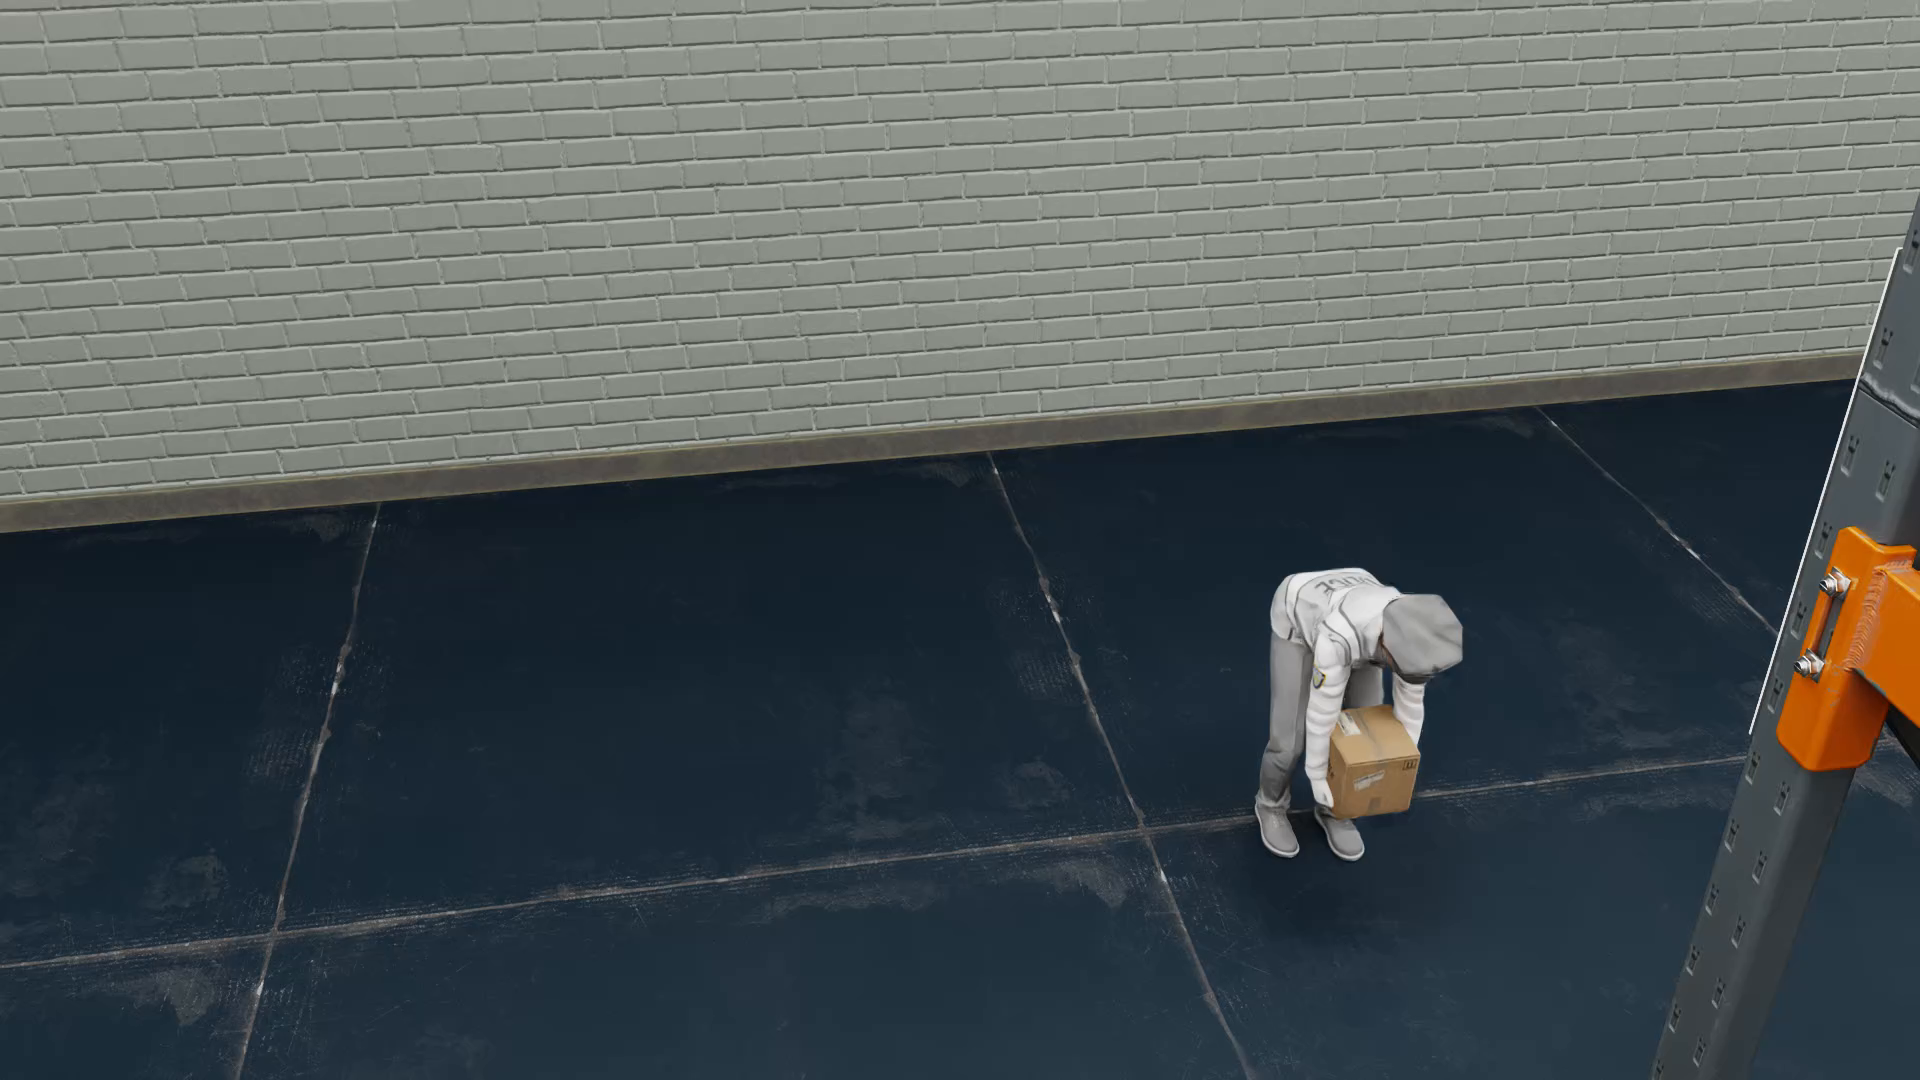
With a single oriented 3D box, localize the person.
[{"bbox_3d":[1.297,0.597,5.488,0.407,1.306,0.885,-6,31,-10],"label":"person"}]
